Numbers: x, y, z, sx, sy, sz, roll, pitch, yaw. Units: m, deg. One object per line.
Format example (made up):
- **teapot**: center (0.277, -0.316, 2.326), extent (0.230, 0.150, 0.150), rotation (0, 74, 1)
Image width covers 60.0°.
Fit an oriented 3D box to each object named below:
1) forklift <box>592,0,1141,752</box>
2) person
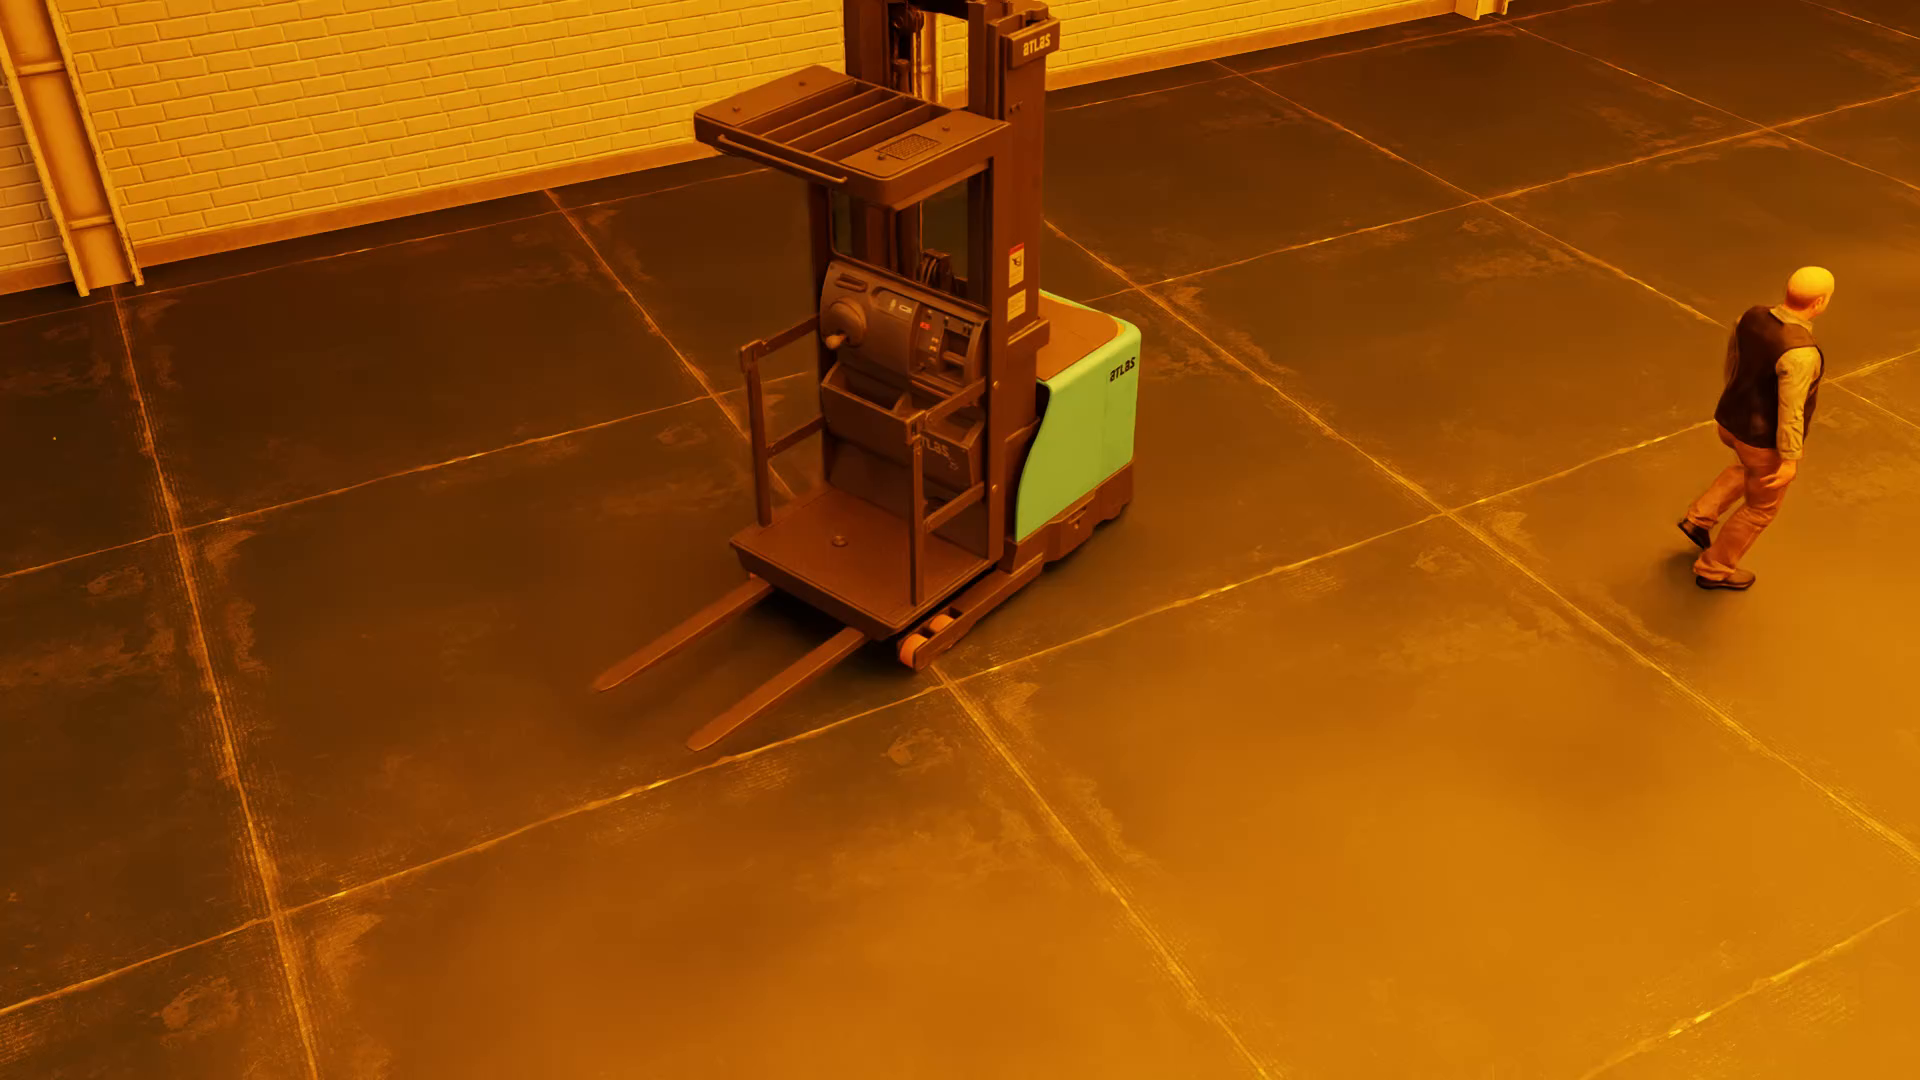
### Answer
- **forklift**: center (-0.405, -0.916, 7.419), extent (1.130, 2.935, 3.031), rotation (26, 43, 31)
- **person**: center (3.863, -0.533, 7.942), extent (0.474, 1.702, 0.667), rotation (-7, 36, -9)
